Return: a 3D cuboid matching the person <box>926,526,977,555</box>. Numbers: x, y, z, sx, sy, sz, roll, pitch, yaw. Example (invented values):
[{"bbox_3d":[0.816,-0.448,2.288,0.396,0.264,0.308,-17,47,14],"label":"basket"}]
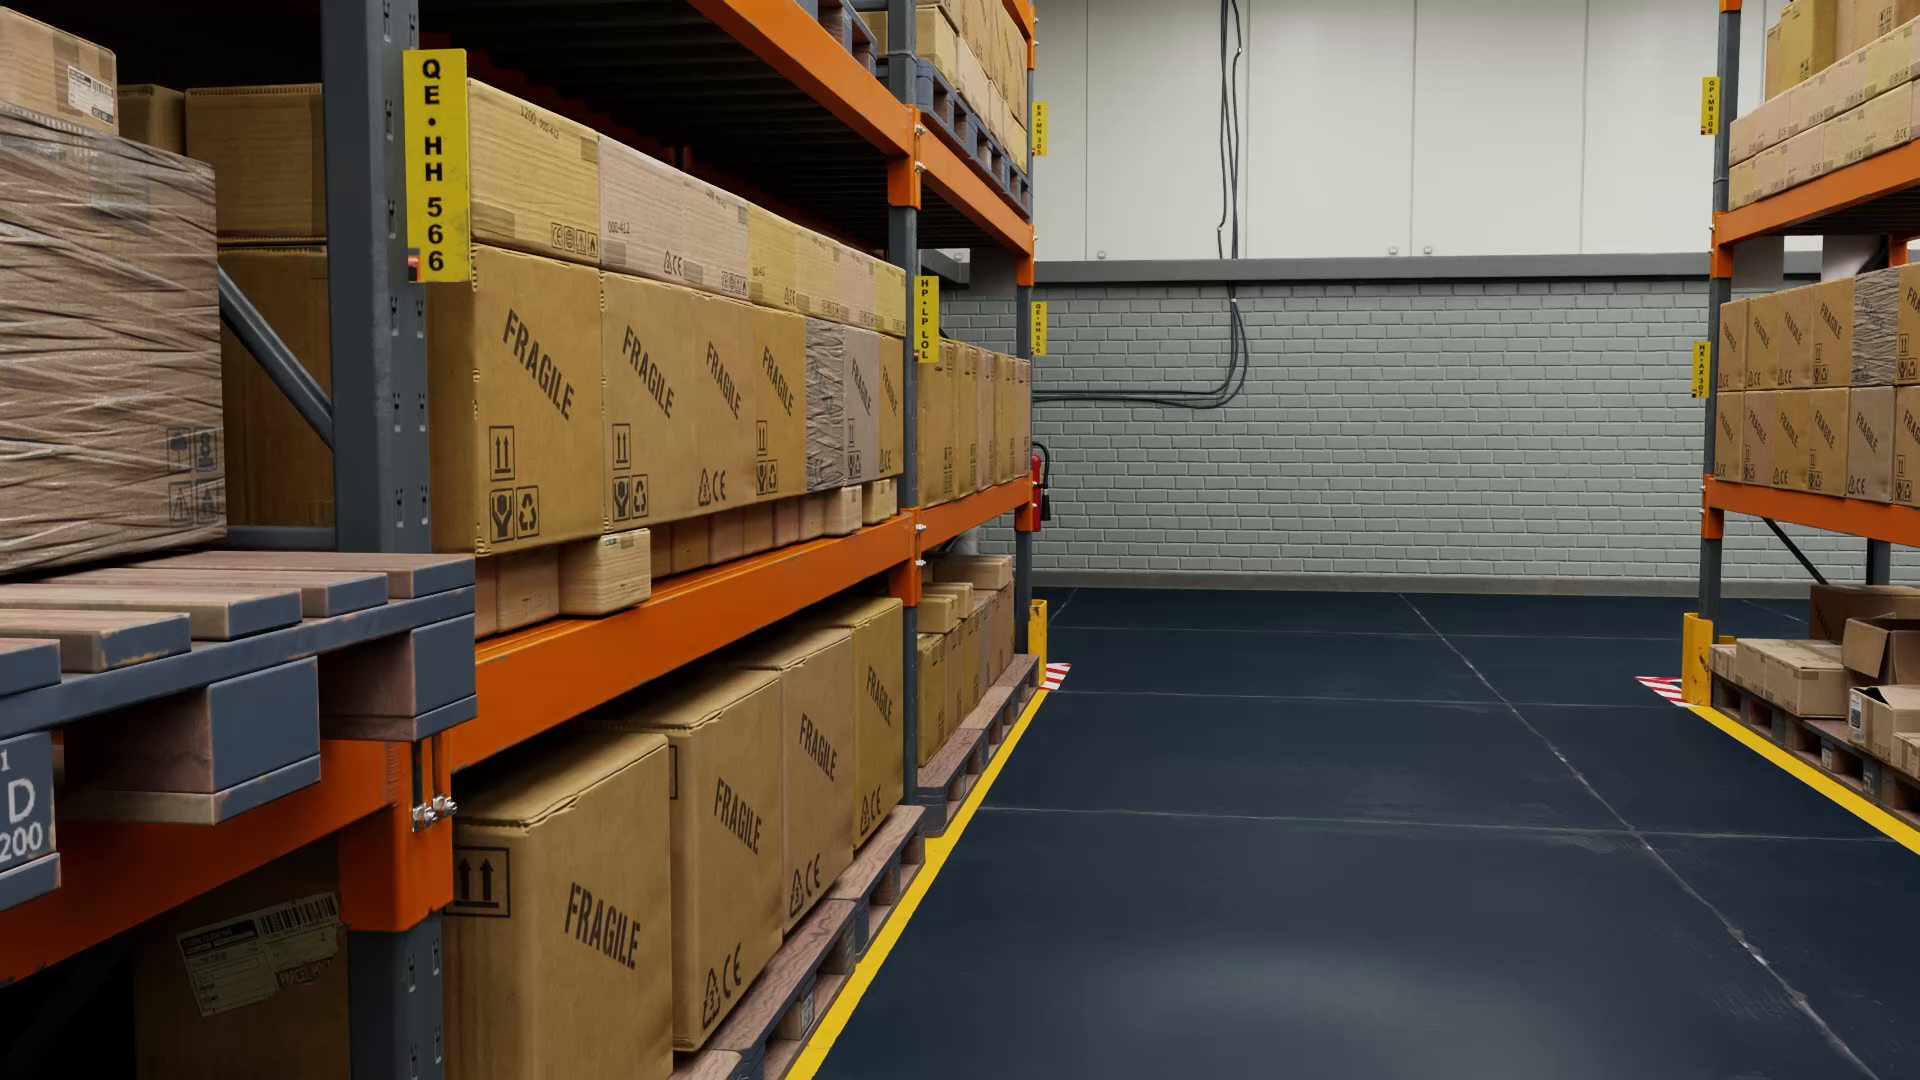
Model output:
[{"bbox_3d":[-0.146,-0.110,11.893,0.535,1.742,0.642,-3,6,-38],"label":"person"}]
